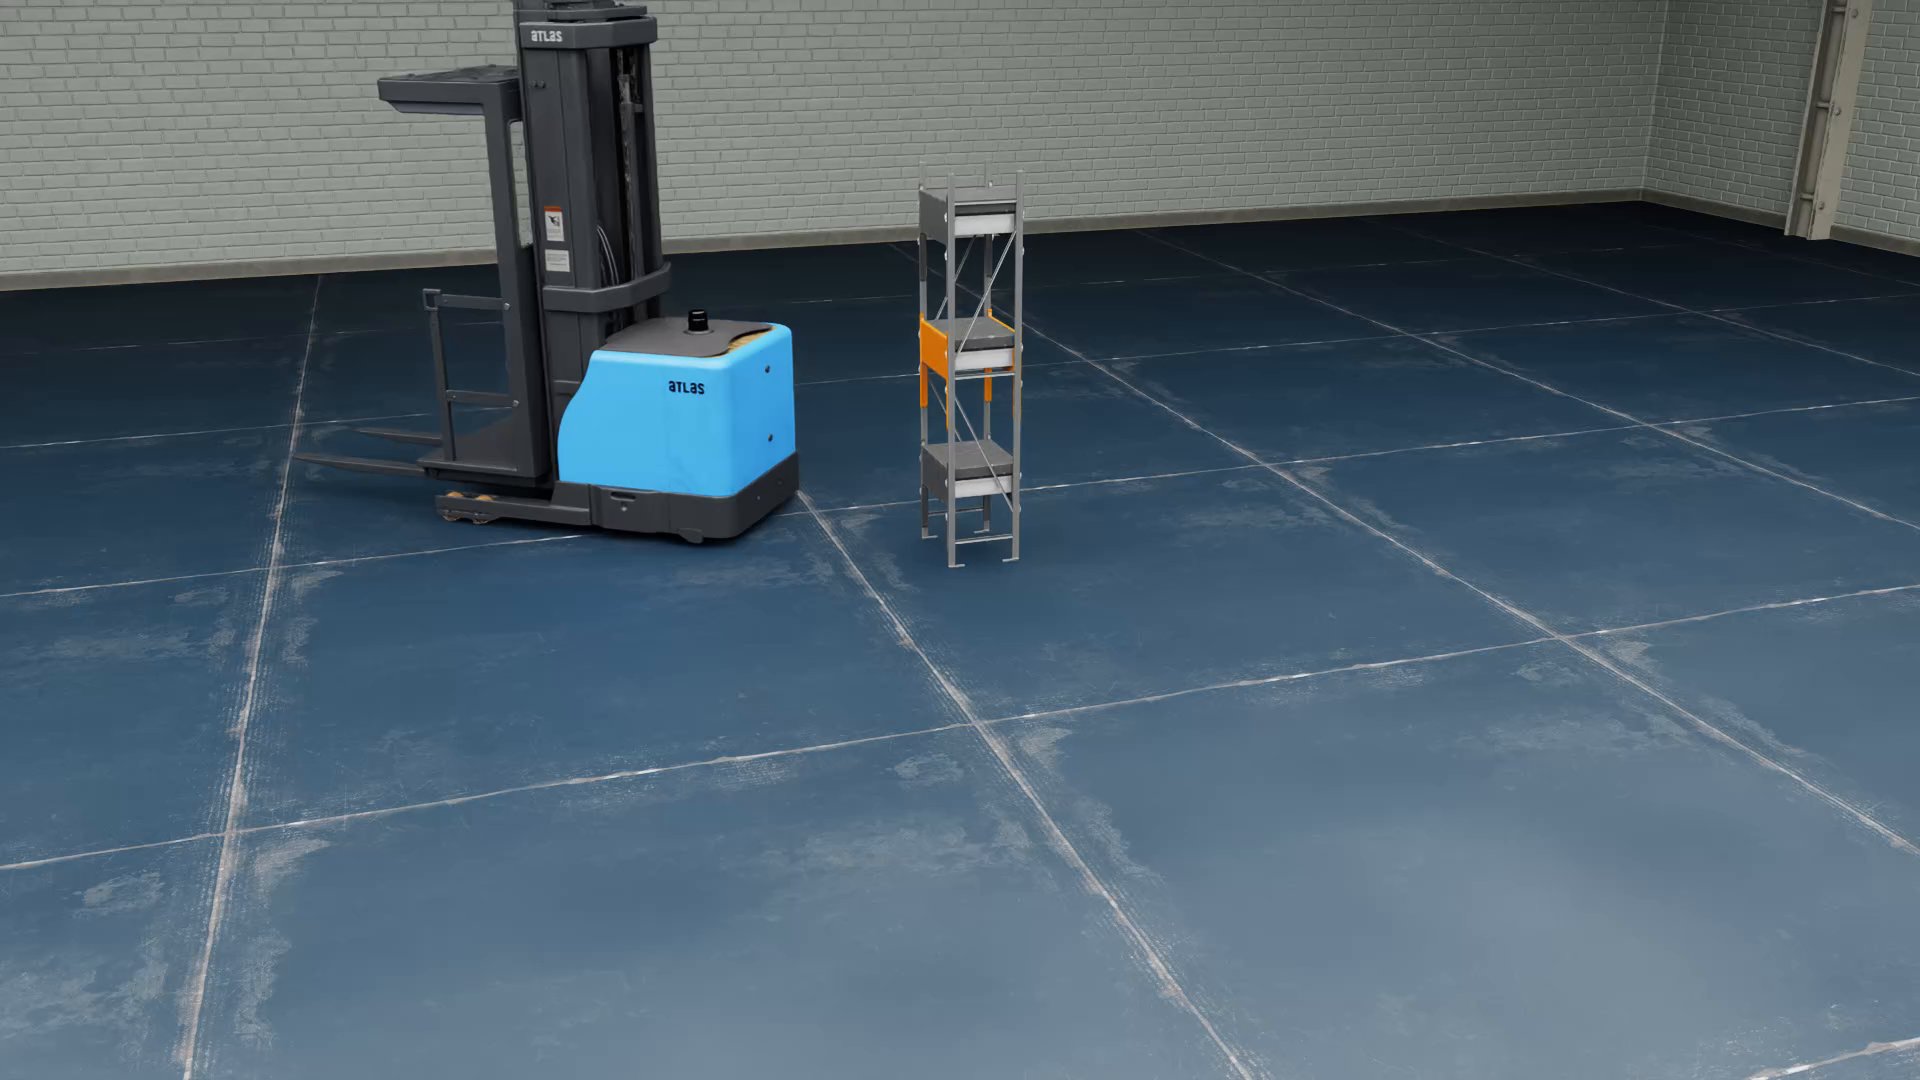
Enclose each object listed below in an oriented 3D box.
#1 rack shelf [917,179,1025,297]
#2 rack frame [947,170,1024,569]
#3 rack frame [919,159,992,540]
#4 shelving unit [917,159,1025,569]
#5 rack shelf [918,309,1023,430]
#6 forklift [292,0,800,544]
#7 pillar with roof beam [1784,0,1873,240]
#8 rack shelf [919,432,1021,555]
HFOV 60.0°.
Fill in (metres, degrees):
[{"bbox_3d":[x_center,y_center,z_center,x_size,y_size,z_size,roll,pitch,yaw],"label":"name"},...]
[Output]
[{"bbox_3d":[0.052,-1.581,8.682,0.431,0.518,0.480,-6,21,-17],"label":"rack shelf"},{"bbox_3d":[0.129,-0.857,8.696,0.400,2.100,0.015,-6,21,-17],"label":"rack frame"},{"bbox_3d":[-0.025,-1.013,9.132,0.400,2.100,0.015,-6,21,-17],"label":"rack frame"},{"bbox_3d":[0.052,-0.935,8.914,0.431,2.100,0.503,-6,21,-17],"label":"shelving unit"},{"bbox_3d":[0.052,-0.922,8.918,0.431,0.518,0.480,-6,21,-17],"label":"rack shelf"},{"bbox_3d":[-2.548,-1.633,9.626,3.031,2.935,1.130,6,21,16],"label":"forklift"},{"bbox_3d":[5.666,-7.271,16.348,9.100,9.000,0.400,-6,21,-17],"label":"pillar with roof beam"},{"bbox_3d":[0.052,-0.263,9.155,0.431,0.518,0.480,-6,21,-17],"label":"rack shelf"}]
